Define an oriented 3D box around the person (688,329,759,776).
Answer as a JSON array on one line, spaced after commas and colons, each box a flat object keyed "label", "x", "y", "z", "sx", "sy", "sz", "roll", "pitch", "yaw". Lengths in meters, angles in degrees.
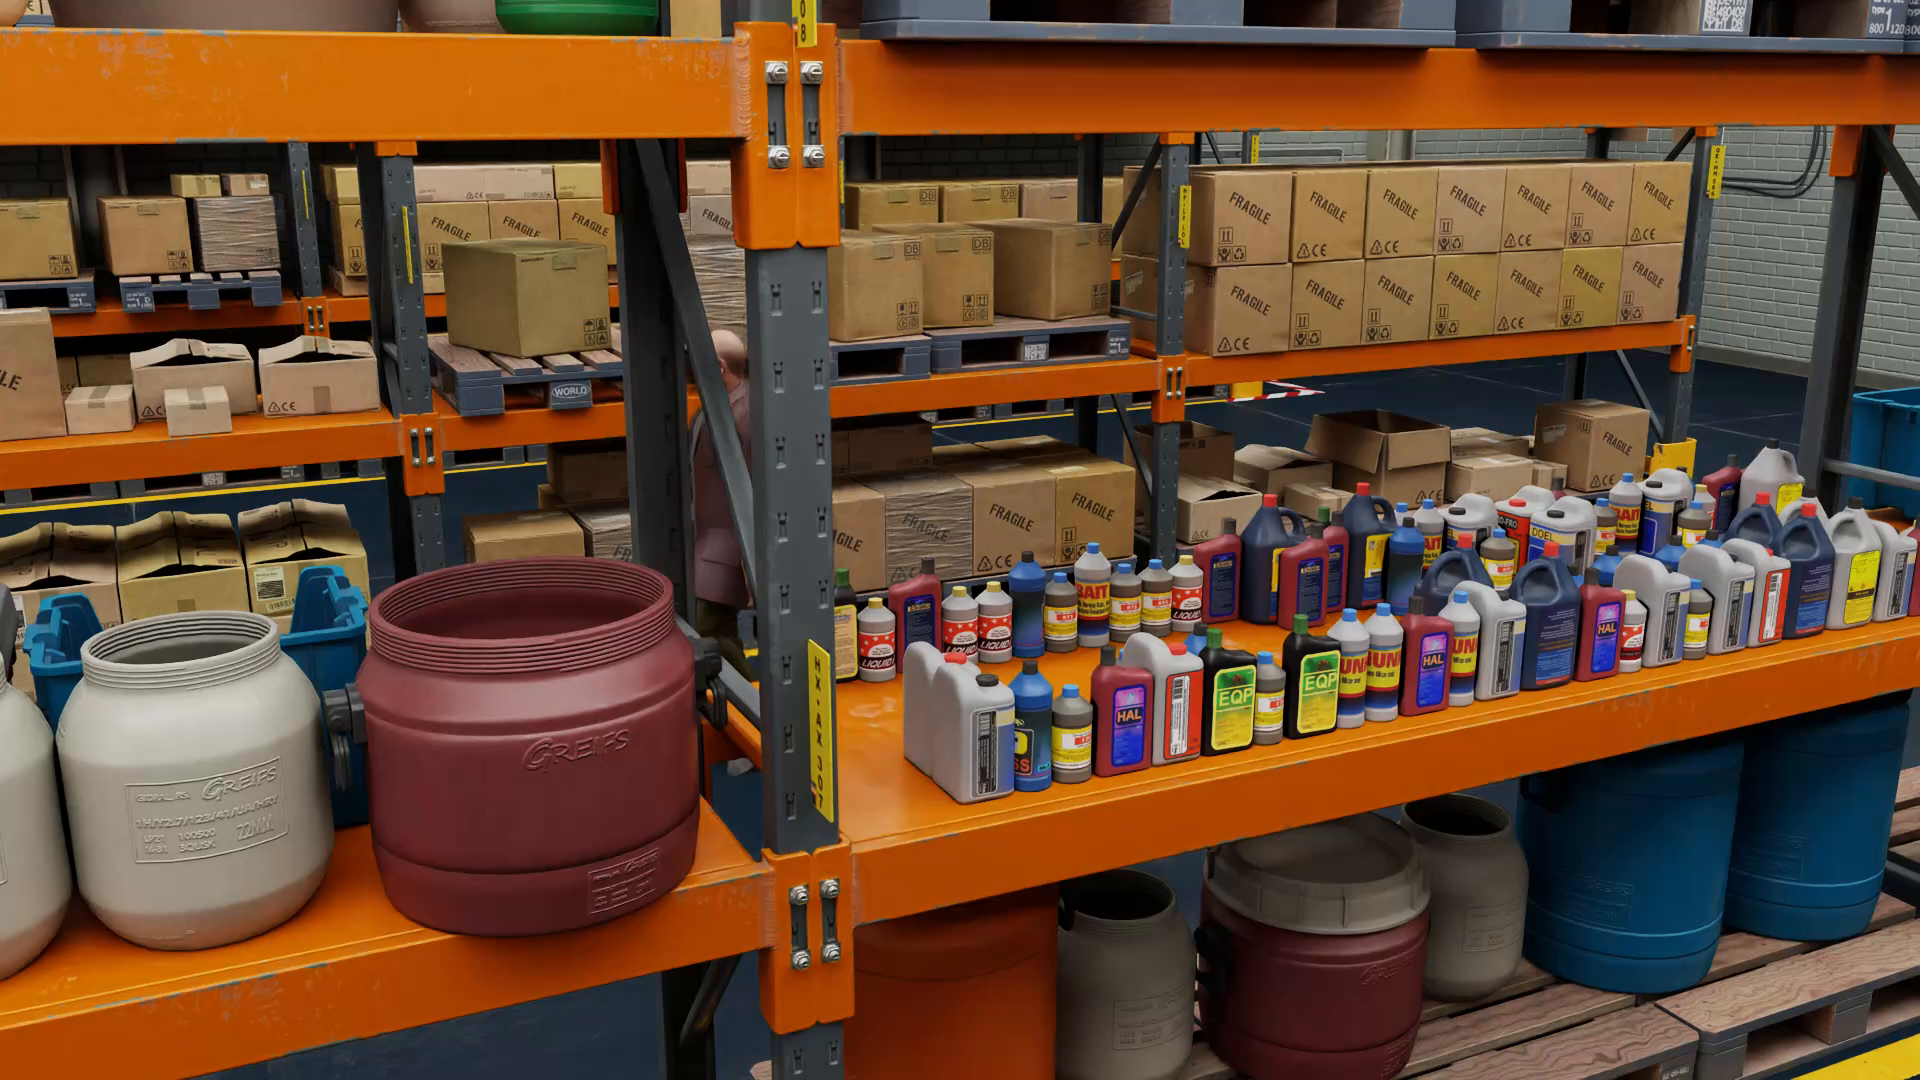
[{"label": "person", "x": -0.997, "y": 0.044, "z": 6.860, "sx": 0.450, "sy": 1.817, "sz": 0.623, "roll": -6, "pitch": 16, "yaw": -21}]
